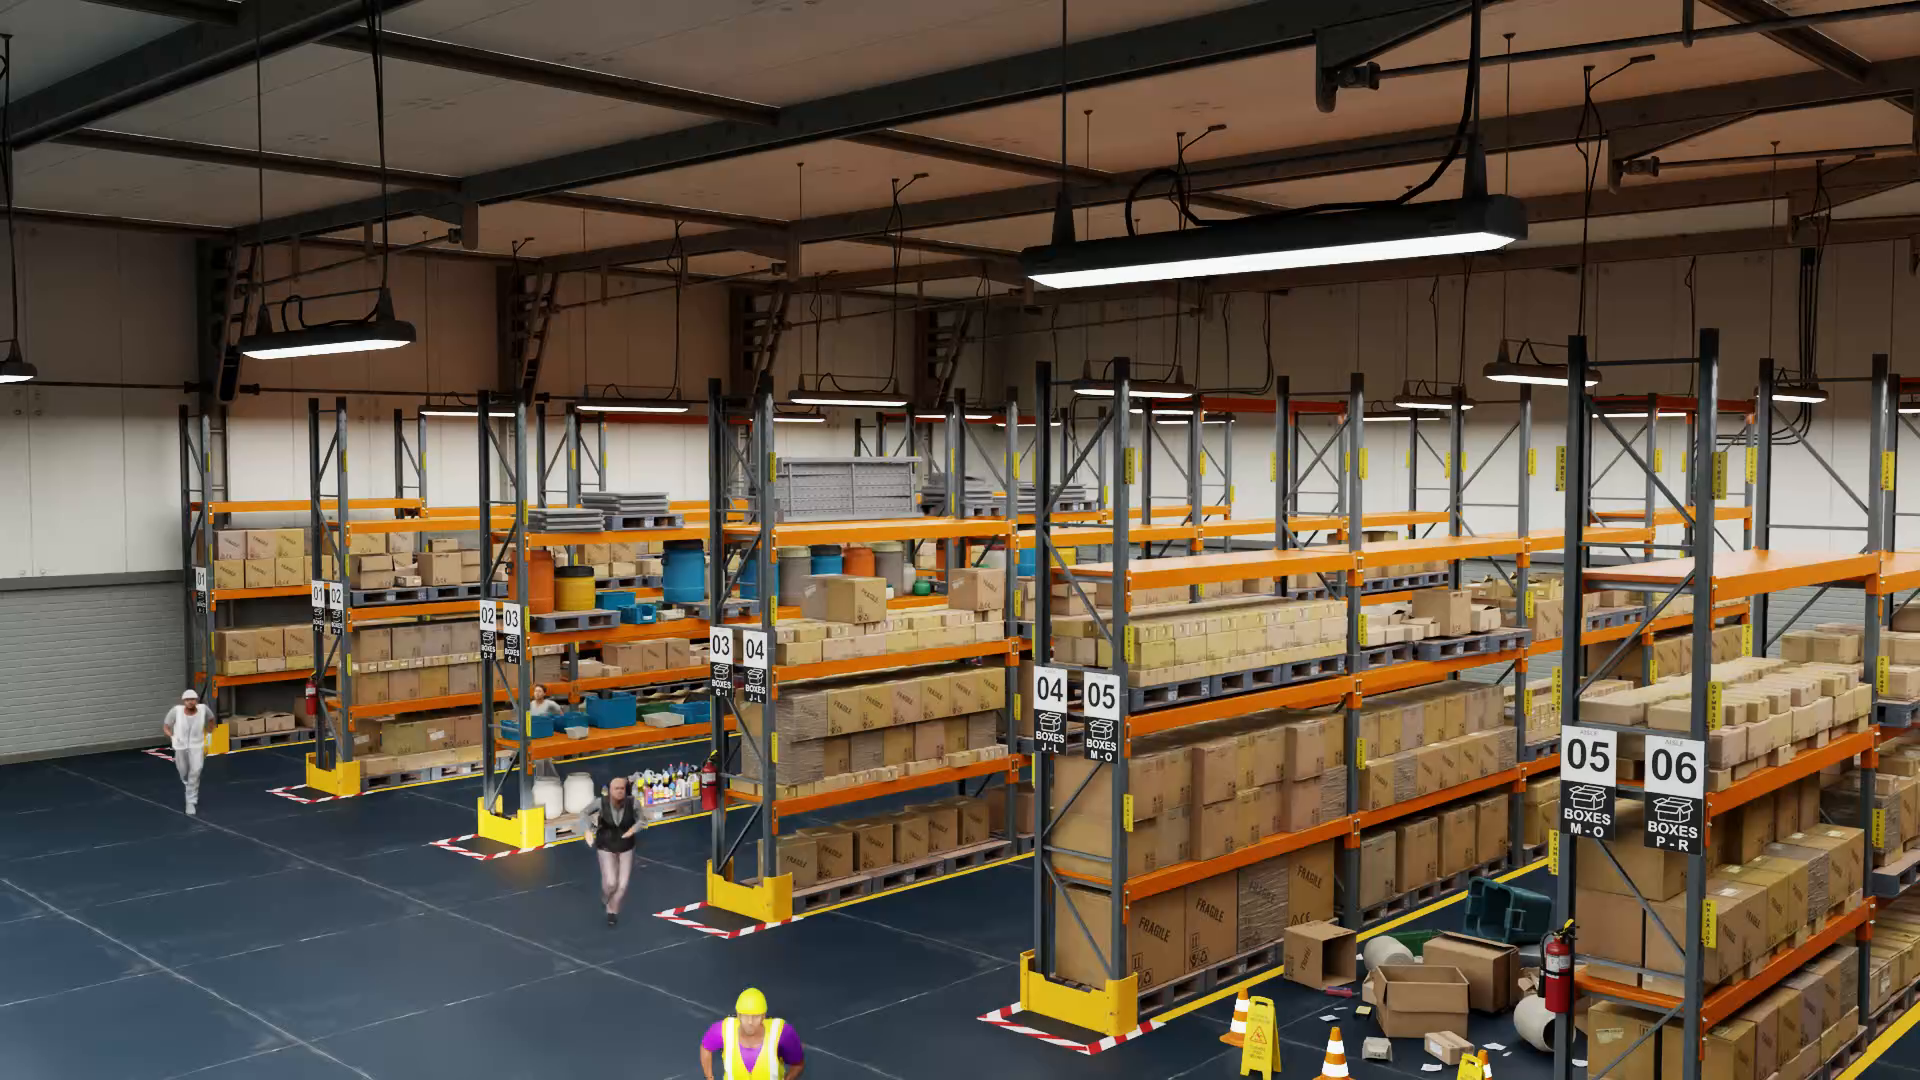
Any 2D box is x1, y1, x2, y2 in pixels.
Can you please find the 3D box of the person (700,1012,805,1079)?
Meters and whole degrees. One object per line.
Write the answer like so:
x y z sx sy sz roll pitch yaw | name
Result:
-1.378 3.819 11.046 0.690 1.562 0.742 0 3 -7 | person

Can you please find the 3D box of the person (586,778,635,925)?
-3.779 3.395 18.095 0.530 1.649 0.707 -1 3 -23 | person

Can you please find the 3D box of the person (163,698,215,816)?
0.604 2.408 18.678 18.085 3.565 20.300 -1 3 -23 | person

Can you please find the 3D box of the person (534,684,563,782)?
-2.466 2.873 27.840 5.878 1.731 8.569 1 3 20 | person
